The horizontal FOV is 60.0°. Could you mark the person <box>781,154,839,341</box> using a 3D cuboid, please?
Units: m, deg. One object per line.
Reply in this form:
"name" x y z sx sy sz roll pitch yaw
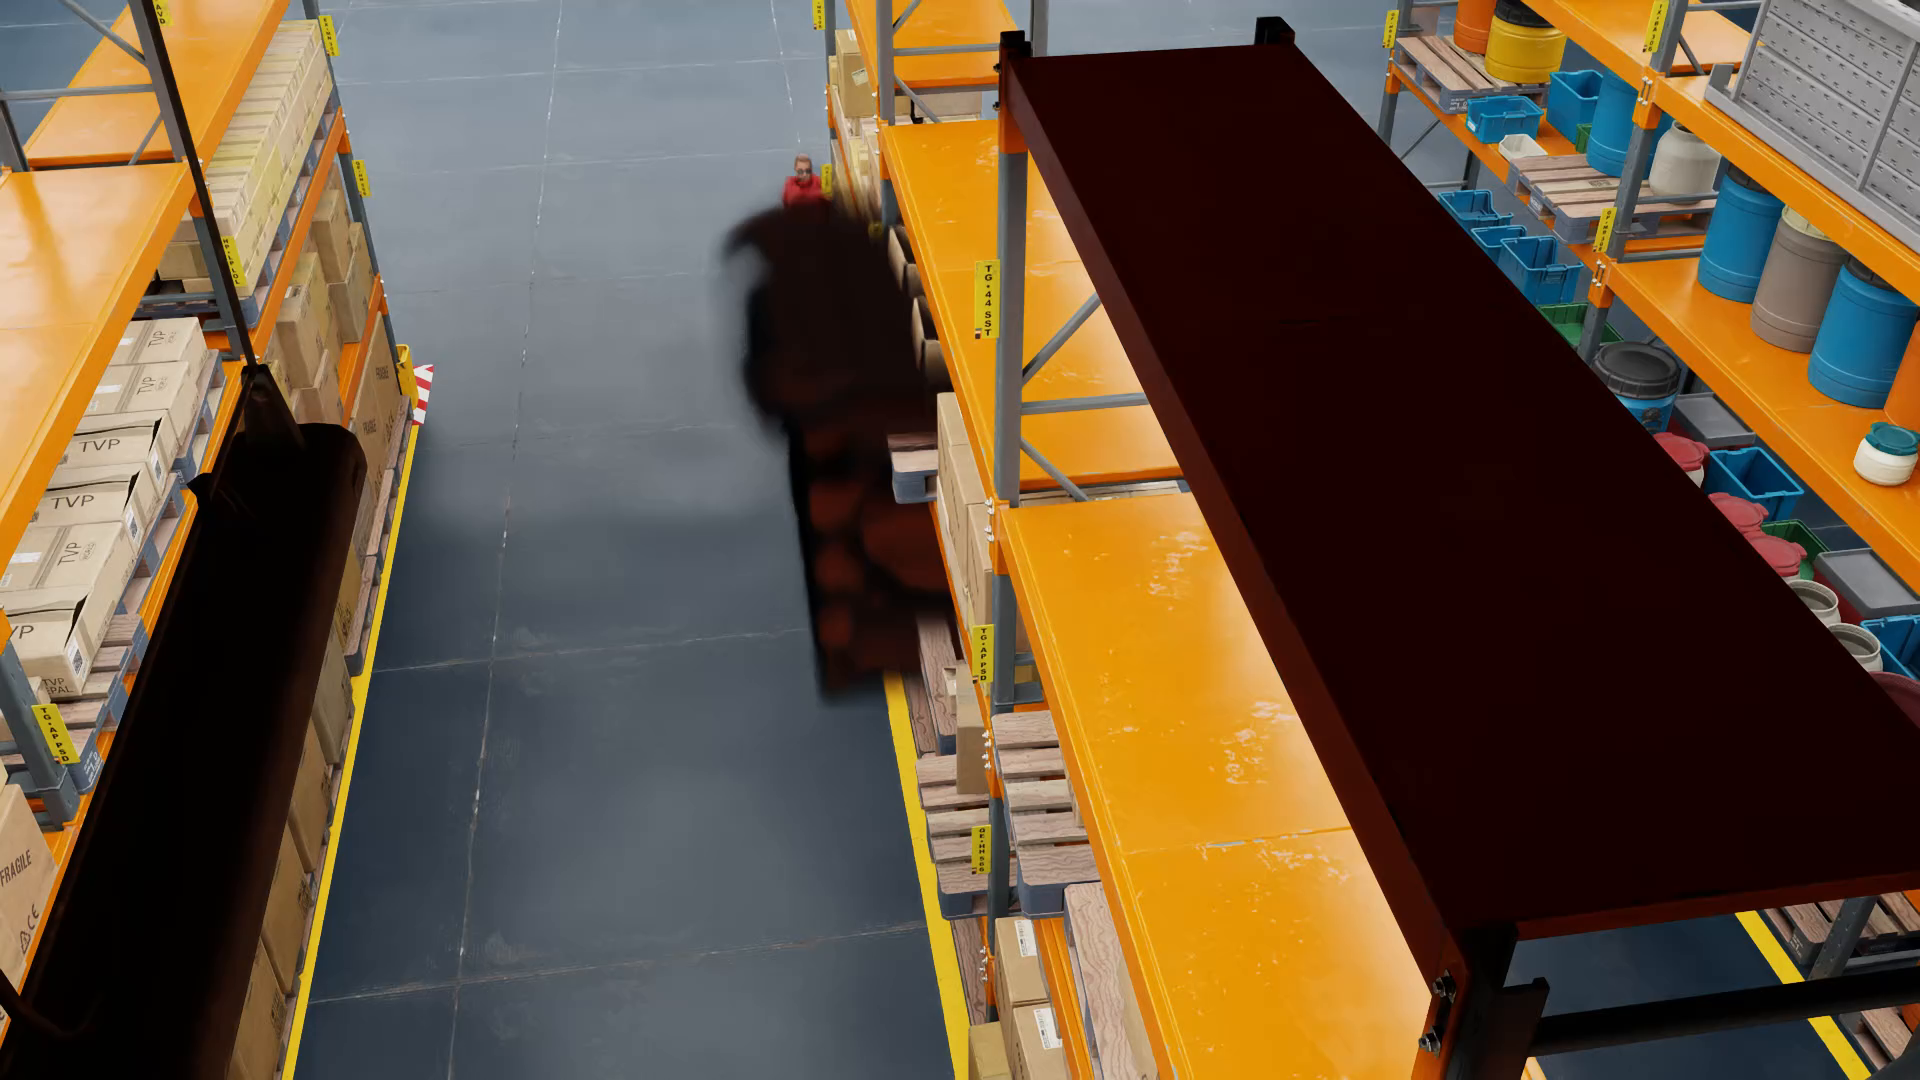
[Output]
"person" -1.364 -2.827 15.894 0.724 1.774 0.469 25 43 30
